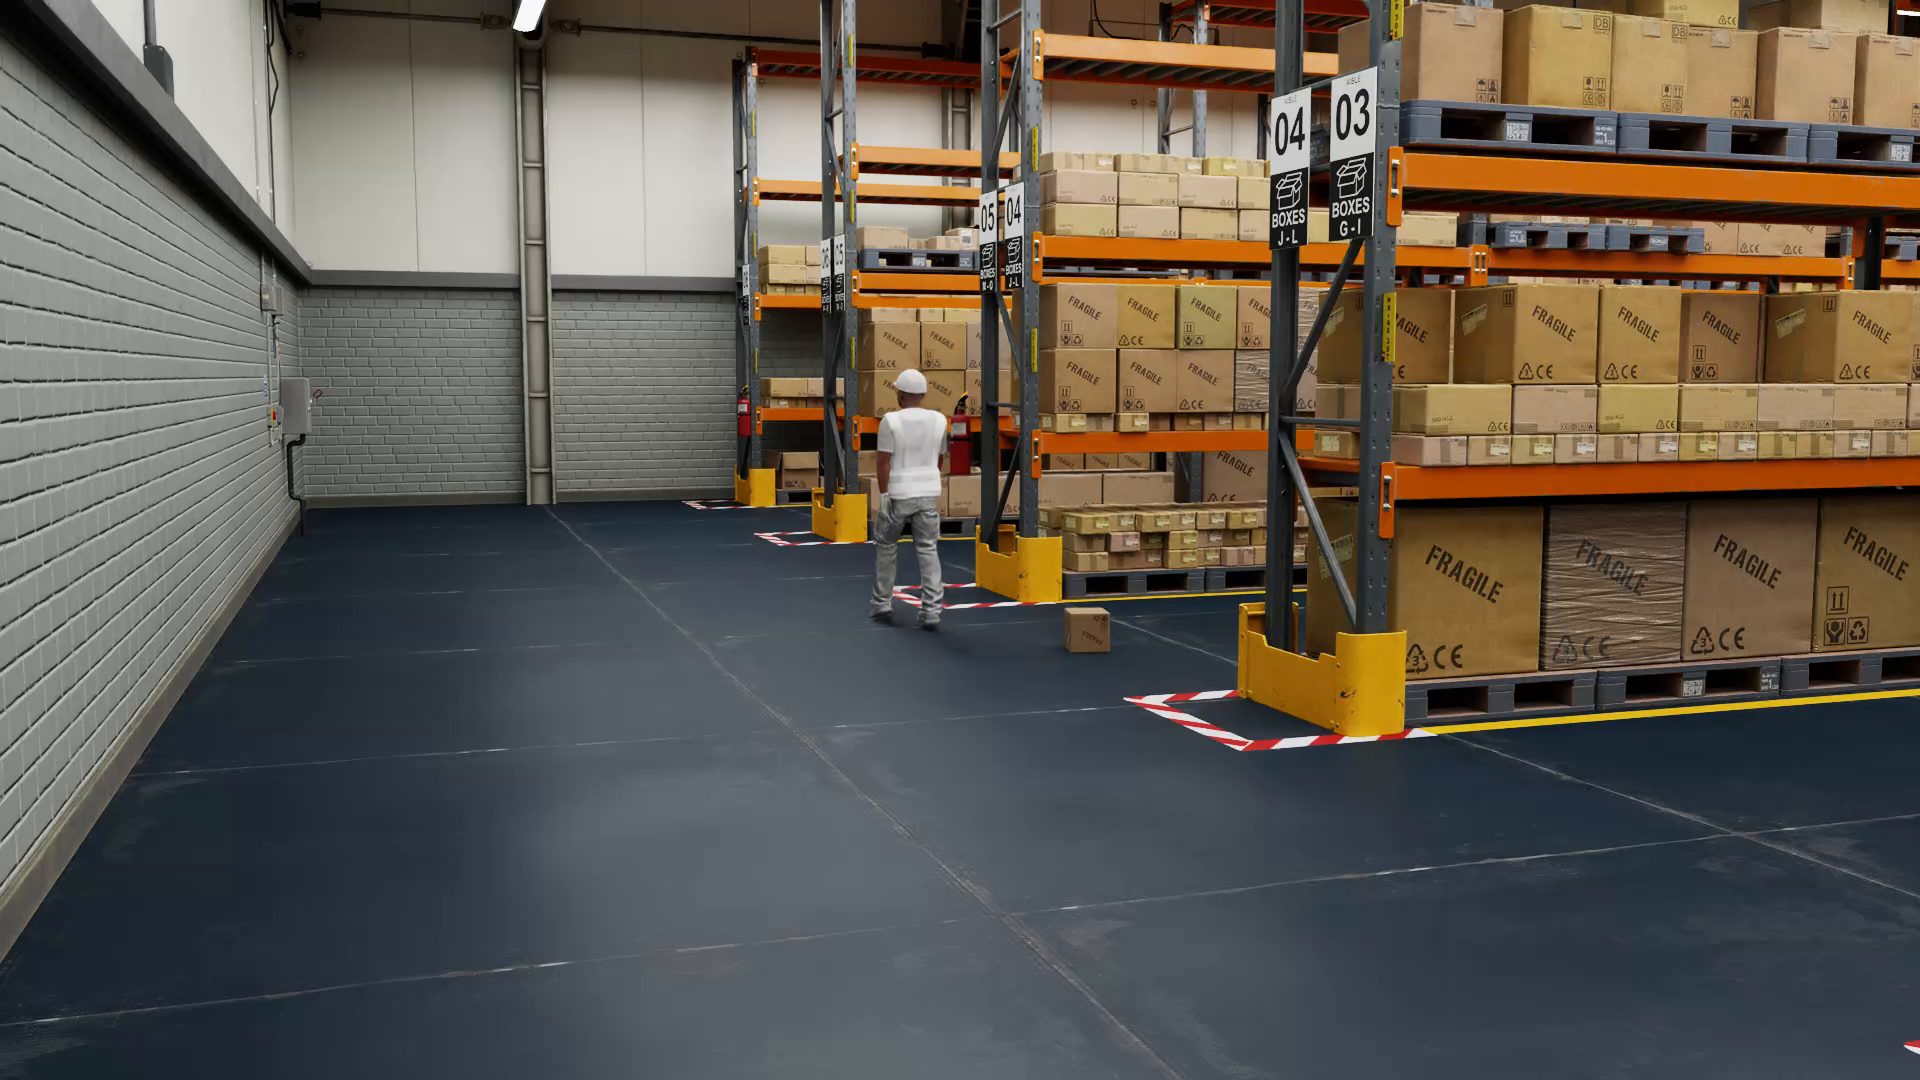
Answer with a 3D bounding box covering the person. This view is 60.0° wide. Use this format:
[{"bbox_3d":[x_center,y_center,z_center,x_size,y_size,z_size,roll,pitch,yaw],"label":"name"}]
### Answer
[{"bbox_3d":[-0.383,-0.293,11.669,0.561,1.806,0.820,-2,6,-23],"label":"person"}]
